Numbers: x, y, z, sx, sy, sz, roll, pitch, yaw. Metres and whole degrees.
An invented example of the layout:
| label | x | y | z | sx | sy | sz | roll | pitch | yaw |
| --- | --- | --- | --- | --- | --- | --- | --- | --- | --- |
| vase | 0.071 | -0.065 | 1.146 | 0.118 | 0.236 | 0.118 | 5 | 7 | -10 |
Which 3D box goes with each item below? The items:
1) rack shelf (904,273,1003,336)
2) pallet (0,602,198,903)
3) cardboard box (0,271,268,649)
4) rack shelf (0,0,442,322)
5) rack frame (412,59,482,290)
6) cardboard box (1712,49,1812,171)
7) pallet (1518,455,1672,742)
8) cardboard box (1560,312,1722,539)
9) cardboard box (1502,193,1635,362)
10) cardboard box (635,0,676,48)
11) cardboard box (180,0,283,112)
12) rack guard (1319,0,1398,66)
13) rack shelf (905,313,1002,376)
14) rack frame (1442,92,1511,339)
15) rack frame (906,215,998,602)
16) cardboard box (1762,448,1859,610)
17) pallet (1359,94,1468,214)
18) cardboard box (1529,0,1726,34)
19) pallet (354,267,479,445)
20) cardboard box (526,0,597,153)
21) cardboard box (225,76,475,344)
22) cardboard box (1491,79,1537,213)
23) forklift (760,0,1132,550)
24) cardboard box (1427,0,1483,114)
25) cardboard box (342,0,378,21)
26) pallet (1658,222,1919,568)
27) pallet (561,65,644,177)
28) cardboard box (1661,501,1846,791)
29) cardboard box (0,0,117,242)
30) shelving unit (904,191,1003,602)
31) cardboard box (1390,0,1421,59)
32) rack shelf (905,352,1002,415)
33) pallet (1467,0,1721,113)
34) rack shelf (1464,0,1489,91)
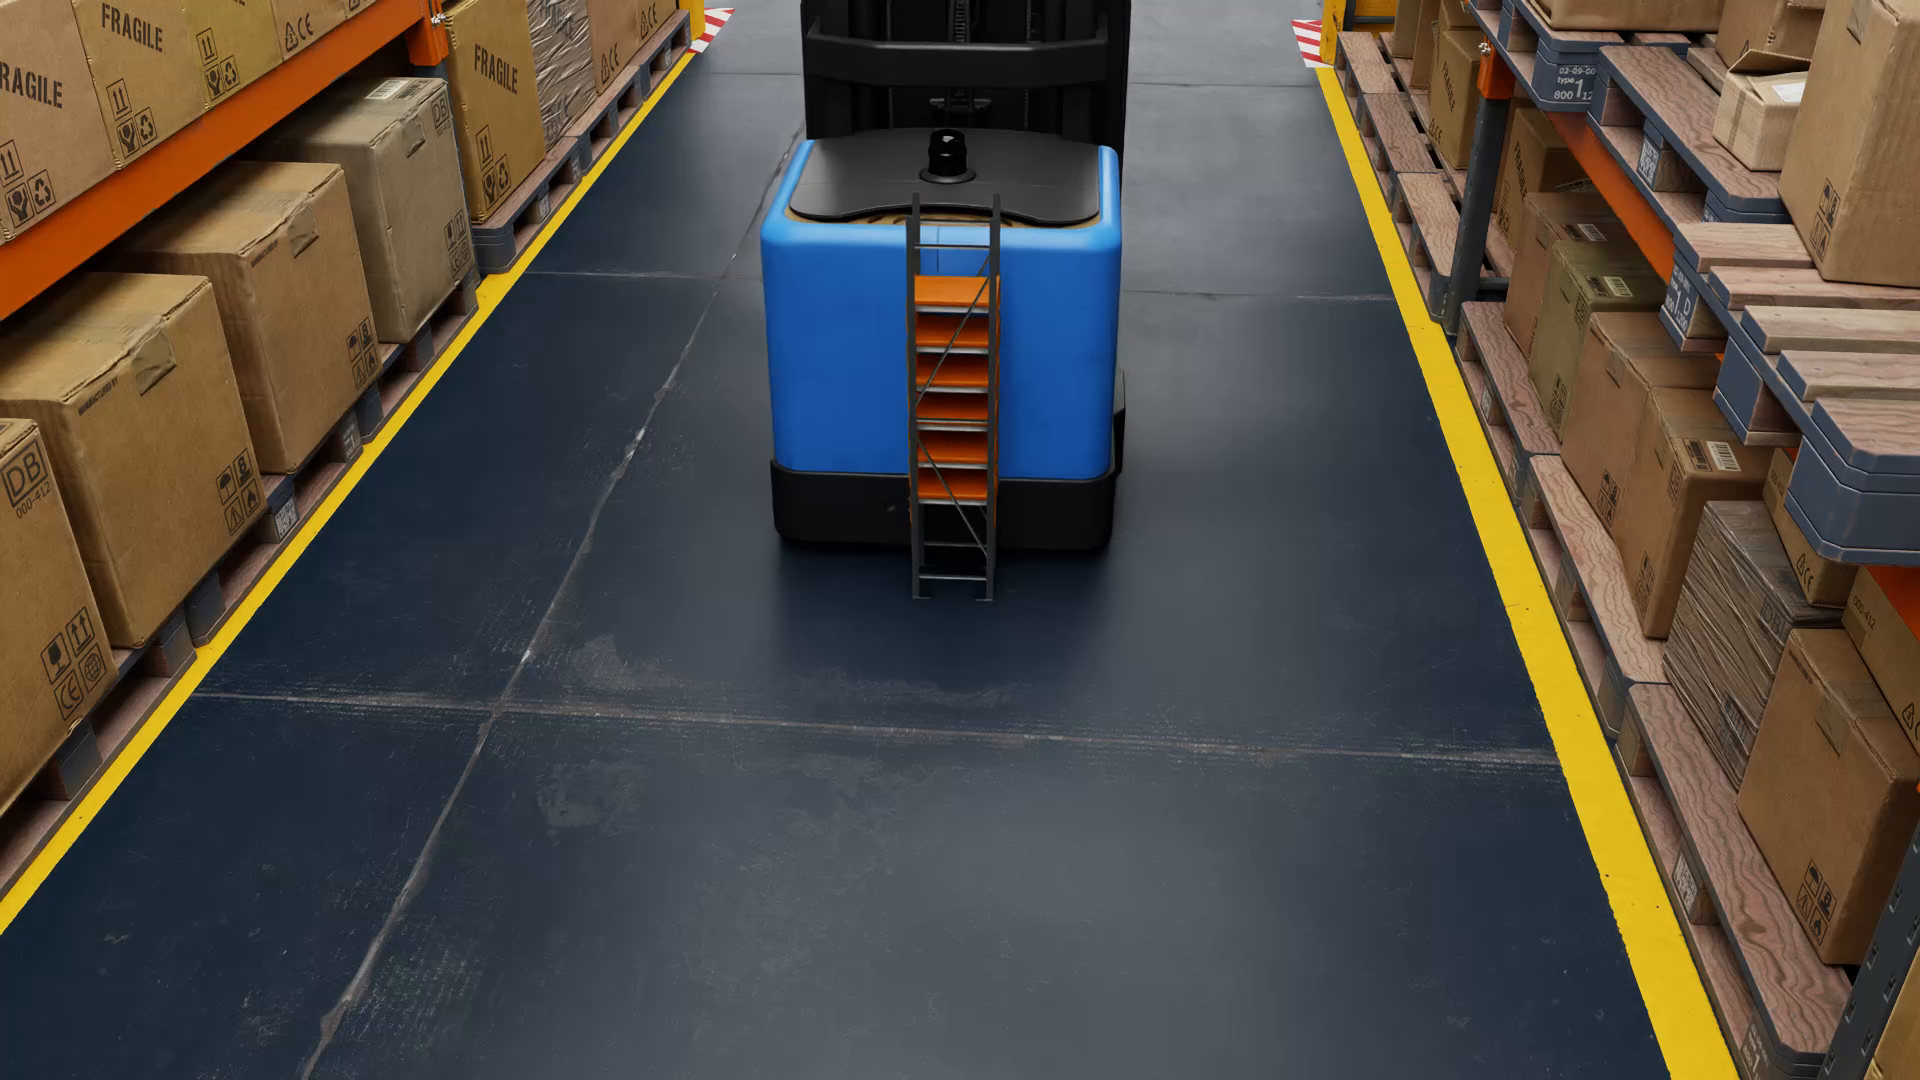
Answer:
| label | x | y | z | sx | sy | sz | roll | pitch | yaw |
| --- | --- | --- | --- | --- | --- | --- | --- | --- | --- |
| rack shelf | -0.016 | -0.647 | 4.555 | 0.258 | 0.103 | 0.180 | 2 | 32 | 3 |
| pallet | -2.704 | 0.523 | 4.200 | 1.003 | 0.211 | 1.213 | 2 | 32 | 4 |
| cardboard box | -2.636 | -0.248 | 4.537 | 1.050 | 0.750 | 0.750 | 3 | 32 | 5 |
| rack shelf | -2.681 | -0.994 | 4.690 | 1.077 | 0.370 | 4.000 | 2 | 32 | 4 |
| rack frame | -2.518 | -2.346 | 6.198 | 1.000 | 3.000 | 0.127 | 2 | 32 | 4 |
| cardboard box | 1.958 | -0.995 | 3.734 | 0.396 | 0.266 | 0.258 | 2 | 32 | 3 |
| pallet | 2.259 | 0.152 | 4.802 | 1.003 | 0.211 | 1.213 | 2 | 32 | 4 |
| cardboard box | 2.243 | -0.344 | 4.912 | 0.700 | 0.500 | 0.500 | 0 | 32 | 0 |
| cardboard box | 2.346 | -0.885 | 5.790 | 0.700 | 0.500 | 0.500 | 0 | 32 | 0 |
| cardboard box | -2.181 | -3.355 | 9.460 | 0.875 | 0.875 | 0.875 | 3 | 32 | 4 |
| cardboard box | -2.376 | -1.576 | 4.853 | 0.500 | 0.500 | 0.500 | 3 | 32 | 5 |
| rack guard | 2.737 | -3.069 | 9.754 | 1.175 | 0.500 | 0.348 | 2 | 32 | 4 |
| rack shelf | -0.016 | -0.545 | 4.618 | 0.258 | 0.103 | 0.180 | 2 | 32 | 3 |
| rack frame | 2.417 | -2.082 | 5.769 | 1.000 | 3.000 | 0.127 | 2 | 32 | 4 |
| rack frame | -0.022 | -0.331 | 4.643 | 0.240 | 1.200 | 0.006 | 2 | 32 | 3 |
| cardboard box | 2.150 | -0.062 | 3.740 | 0.500 | 0.250 | 0.500 | 6 | 32 | 10 |
| pallet | 2.534 | -1.887 | 8.111 | 1.003 | 0.211 | 1.213 | 2 | 32 | 4 |
| cardboard box | 2.213 | -2.106 | 4.837 | 1.000 | 1.000 | 1.000 | 3 | 32 | 4 |
| pallet | -2.506 | -0.753 | 6.270 | 1.003 | 0.211 | 1.213 | 2 | 32 | 4 |
| cardboard box | -2.327 | -2.418 | 7.940 | 0.875 | 0.875 | 0.875 | 3 | 32 | 4 |
| cardboard box | -2.479 | -1.239 | 6.146 | 1.050 | 0.750 | 0.750 | 2 | 32 | 4 |
| cardboard box | 2.529 | -1.704 | 7.138 | 0.500 | 0.500 | 0.500 | 13 | 34 | 19 |
| forklift | 0.035 | -1.961 | 5.639 | 1.130 | 2.935 | 3.031 | 2 | 32 | 3 |
| cardboard box | 2.591 | -2.322 | 8.140 | 0.500 | 0.500 | 0.500 | 5 | 32 | 9 |
| cardboard box | -2.294 | -2.105 | 5.711 | 0.500 | 0.500 | 0.500 | 2 | 32 | 4 |
| pallet | 2.044 | -0.286 | 3.037 | 1.213 | 0.211 | 1.003 | 2 | 32 | 4 |
| pallet | -2.281 | -2.193 | 8.608 | 1.003 | 0.211 | 1.213 | 2 | 32 | 4 |
| cardboard box | 2.159 | 0.245 | 3.957 | 0.700 | 0.500 | 0.500 | 0 | 32 | 0 |
| cardboard box | -2.458 | -1.050 | 4.000 | 0.500 | 0.500 | 0.500 | 2 | 32 | 4 |
| shelving unit | -0.016 | -0.378 | 4.720 | 0.258 | 1.200 | 0.189 | 2 | 32 | 3 |
| cardboard box | 2.676 | -2.962 | 9.180 | 0.500 | 0.500 | 0.500 | 8 | 33 | 13 |
| rack shelf | -0.016 | -0.443 | 4.681 | 0.258 | 0.103 | 0.180 | 2 | 32 | 3 |
| pallet | 2.210 | -1.607 | 5.181 | 1.003 | 0.211 | 1.213 | 2 | 32 | 4 |
| rack shelf | 2.580 | -2.821 | 7.655 | 1.077 | 0.370 | 4.000 | 2 | 32 | 4 |
